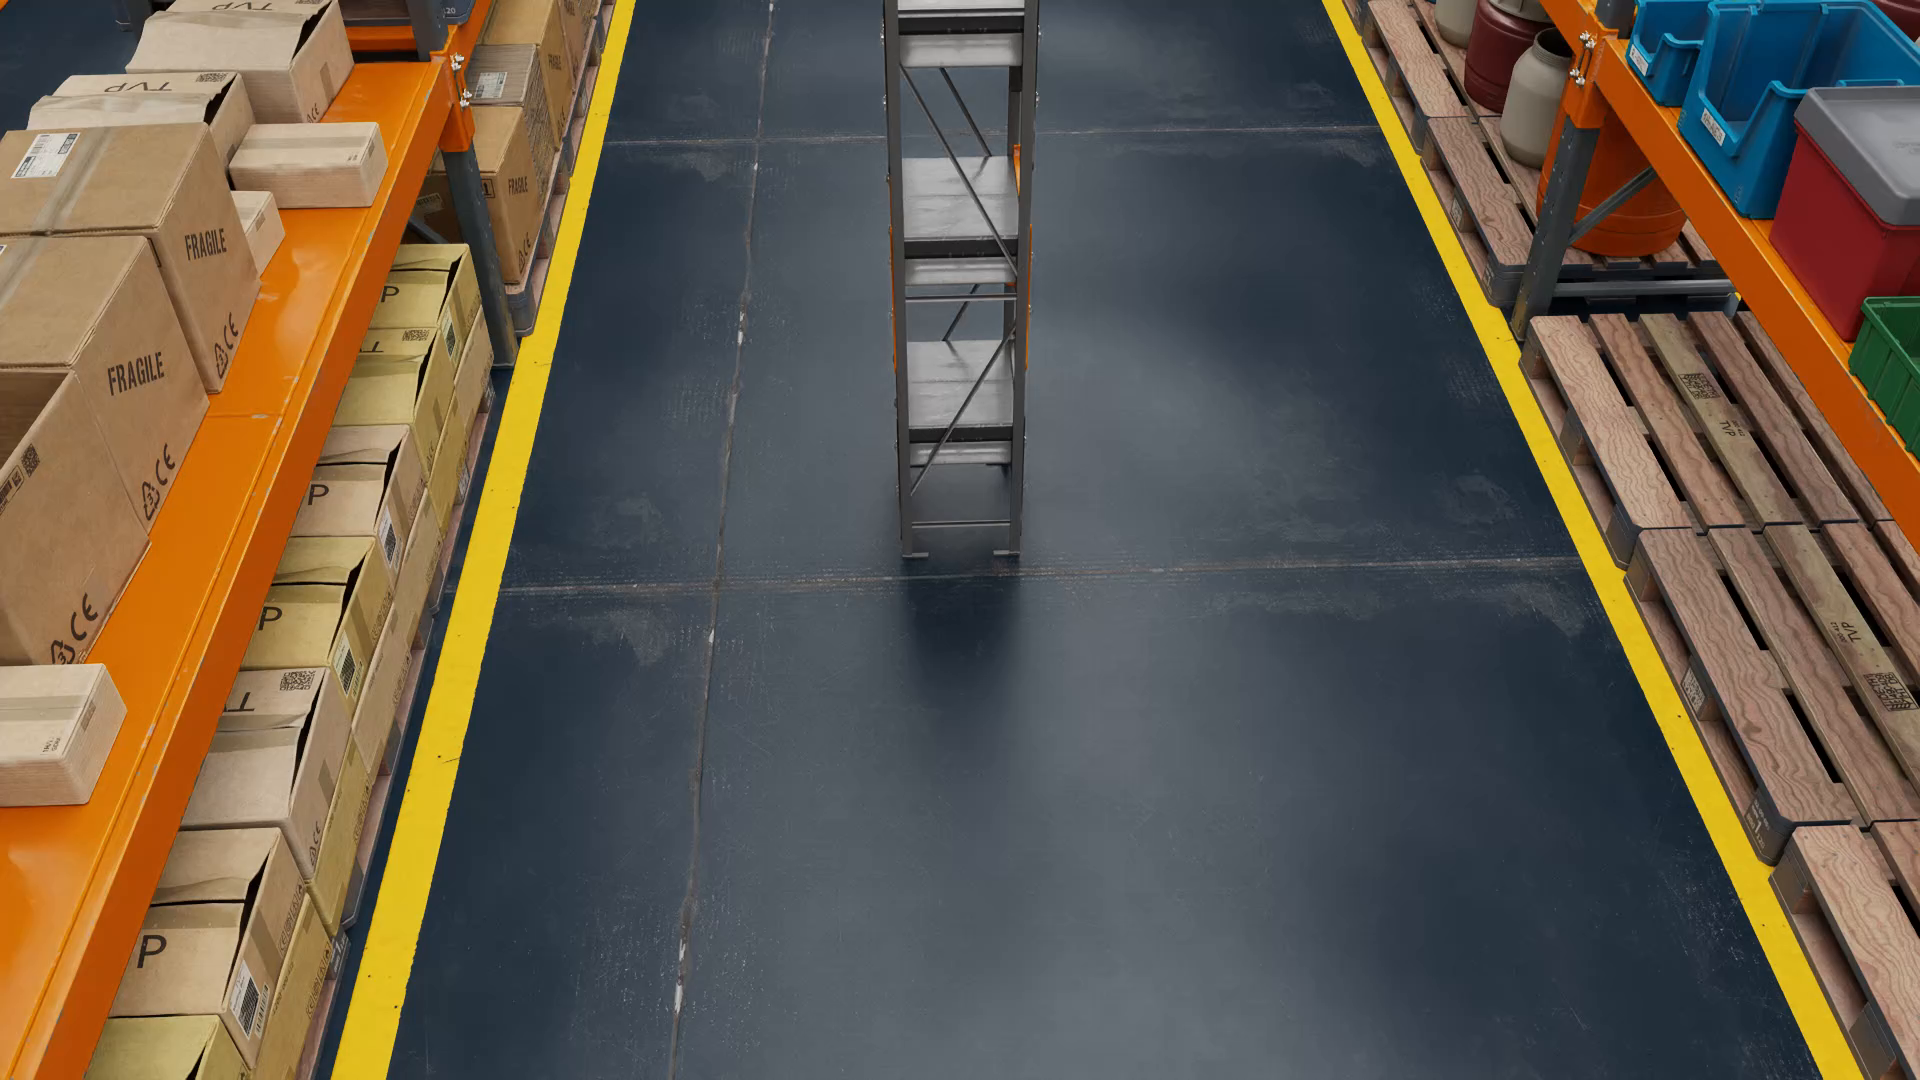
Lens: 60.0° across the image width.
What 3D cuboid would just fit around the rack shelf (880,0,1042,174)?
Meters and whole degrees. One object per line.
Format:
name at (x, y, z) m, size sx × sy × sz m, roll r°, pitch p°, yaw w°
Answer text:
rack shelf at (-0.007, -1.392, 4.699) m, size 0.431 × 0.518 × 0.480 m, roll -2°, pitch 43°, yaw -2°

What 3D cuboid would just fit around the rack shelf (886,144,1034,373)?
rack shelf at (-0.007, -0.876, 5.172) m, size 0.431 × 0.518 × 0.480 m, roll -2°, pitch 43°, yaw -2°

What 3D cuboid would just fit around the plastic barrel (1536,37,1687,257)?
plastic barrel at (2.673, -1.625, 6.599) m, size 0.600 × 0.830 × 0.708 m, roll -2°, pitch 43°, yaw -2°

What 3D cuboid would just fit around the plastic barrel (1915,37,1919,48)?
plastic barrel at (2.968, -1.294, 4.859) m, size 0.421 × 0.512 × 0.421 m, roll 0°, pitch 43°, yaw 0°

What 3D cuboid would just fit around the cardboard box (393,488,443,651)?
cardboard box at (-1.929, 0.093, 5.153) m, size 0.500 × 0.250 × 0.500 m, roll -1°, pitch 43°, yaw -1°

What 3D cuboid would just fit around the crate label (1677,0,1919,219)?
crate label at (2.482, -1.275, 4.895) m, size 0.502 × 0.435 × 0.616 m, roll -2°, pitch 43°, yaw -2°

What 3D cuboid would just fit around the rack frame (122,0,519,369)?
rack frame at (-2.239, -1.801, 5.495) m, size 1.000 × 3.000 × 0.127 m, roll -2°, pitch 43°, yaw -2°

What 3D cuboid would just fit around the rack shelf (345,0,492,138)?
rack shelf at (-2.324, -2.886, 7.211) m, size 1.077 × 0.370 × 4.000 m, roll -2°, pitch 43°, yaw -2°

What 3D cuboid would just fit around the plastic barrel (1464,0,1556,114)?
plastic barrel at (2.625, -2.299, 7.512) m, size 0.600 × 0.588 × 0.708 m, roll -2°, pitch 43°, yaw -2°

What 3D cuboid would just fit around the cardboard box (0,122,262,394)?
cardboard box at (-2.151, -0.706, 4.226) m, size 0.500 × 0.500 × 0.500 m, roll -4°, pitch 43°, yaw -4°

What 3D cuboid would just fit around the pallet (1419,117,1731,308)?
pallet at (2.635, -1.444, 7.169) m, size 1.003 × 0.211 × 1.213 m, roll -2°, pitch 43°, yaw -2°

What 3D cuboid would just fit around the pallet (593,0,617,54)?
pallet at (-2.336, -2.926, 8.786) m, size 1.003 × 0.211 × 1.213 m, roll -2°, pitch 43°, yaw -2°

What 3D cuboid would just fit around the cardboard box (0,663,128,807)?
cardboard box at (-1.902, 0.388, 3.293) m, size 0.380 × 0.149 × 0.250 m, roll -2°, pitch 43°, yaw -2°

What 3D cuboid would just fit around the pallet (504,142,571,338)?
pallet at (-2.232, -1.278, 6.989) m, size 1.003 × 0.211 × 1.213 m, roll -2°, pitch 43°, yaw -2°

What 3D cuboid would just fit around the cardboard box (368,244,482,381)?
cardboard box at (-1.970, -0.803, 5.715) m, size 0.500 × 0.311 × 0.500 m, roll -1°, pitch 43°, yaw -1°

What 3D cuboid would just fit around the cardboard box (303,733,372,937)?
cardboard box at (-1.883, 0.784, 4.399) m, size 0.500 × 0.250 × 0.500 m, roll -3°, pitch 43°, yaw -3°

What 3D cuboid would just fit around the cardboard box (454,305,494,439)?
cardboard box at (-1.973, -0.594, 5.903) m, size 0.500 × 0.250 × 0.500 m, roll -1°, pitch 43°, yaw -1°

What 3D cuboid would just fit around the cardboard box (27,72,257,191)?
cardboard box at (-2.394, -1.159, 4.861) m, size 0.500 × 0.311 × 0.500 m, roll -2°, pitch 43°, yaw -2°

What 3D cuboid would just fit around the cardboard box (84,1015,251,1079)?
cardboard box at (-1.837, 1.265, 3.459) m, size 0.500 × 0.311 × 0.500 m, roll -2°, pitch 43°, yaw -2°

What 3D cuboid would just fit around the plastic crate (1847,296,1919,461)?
plastic crate at (2.524, -0.330, 4.047) m, size 0.450 × 0.188 × 0.662 m, roll -2°, pitch 43°, yaw -2°

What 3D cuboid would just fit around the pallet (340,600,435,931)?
pallet at (-2.194, 0.605, 4.934) m, size 1.003 × 0.211 × 1.213 m, roll -2°, pitch 43°, yaw -2°

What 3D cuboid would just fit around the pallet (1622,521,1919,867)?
pallet at (2.753, 0.433, 5.122) m, size 1.003 × 0.211 × 1.213 m, roll -2°, pitch 43°, yaw -2°

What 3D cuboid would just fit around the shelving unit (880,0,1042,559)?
shelving unit at (-0.007, -0.886, 5.162) m, size 0.431 × 2.100 × 0.503 m, roll -2°, pitch 43°, yaw -2°

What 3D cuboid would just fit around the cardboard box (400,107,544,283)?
cardboard box at (-1.972, -1.357, 6.535) m, size 0.500 × 0.500 × 0.500 m, roll 0°, pitch 43°, yaw 0°

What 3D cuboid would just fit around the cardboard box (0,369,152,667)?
cardboard box at (-2.107, -0.012, 3.470) m, size 0.500 × 0.500 × 0.500 m, roll 1°, pitch 43°, yaw 1°

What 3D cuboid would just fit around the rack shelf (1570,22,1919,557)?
rack shelf at (2.795, -0.325, 4.418) m, size 1.077 × 0.370 × 4.000 m, roll -2°, pitch 43°, yaw -2°

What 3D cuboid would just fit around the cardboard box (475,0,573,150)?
cardboard box at (-2.016, -2.049, 7.290) m, size 0.500 × 0.500 × 0.500 m, roll -2°, pitch 43°, yaw -2°

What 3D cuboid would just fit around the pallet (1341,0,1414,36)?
pallet at (2.532, -3.091, 8.966) m, size 1.003 × 0.211 × 1.213 m, roll -2°, pitch 43°, yaw -2°

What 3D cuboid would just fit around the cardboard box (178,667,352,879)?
cardboard box at (-1.877, 0.578, 4.209) m, size 0.500 × 0.311 × 0.500 m, roll -3°, pitch 43°, yaw -3°

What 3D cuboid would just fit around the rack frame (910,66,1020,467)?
rack frame at (-0.017, -1.051, 5.342) m, size 0.400 × 2.100 × 0.015 m, roll -2°, pitch 43°, yaw -2°

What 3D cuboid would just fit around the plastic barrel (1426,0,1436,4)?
plastic barrel at (2.577, -3.177, 8.238) m, size 0.600 × 0.901 × 0.708 m, roll -2°, pitch 43°, yaw -2°

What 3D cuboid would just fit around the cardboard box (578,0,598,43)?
cardboard box at (-2.068, -2.745, 8.049) m, size 0.500 × 0.500 × 0.500 m, roll -1°, pitch 43°, yaw -1°

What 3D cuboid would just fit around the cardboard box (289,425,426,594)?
cardboard box at (-1.923, -0.111, 4.960) m, size 0.500 × 0.311 × 0.500 m, roll -2°, pitch 43°, yaw -2°
